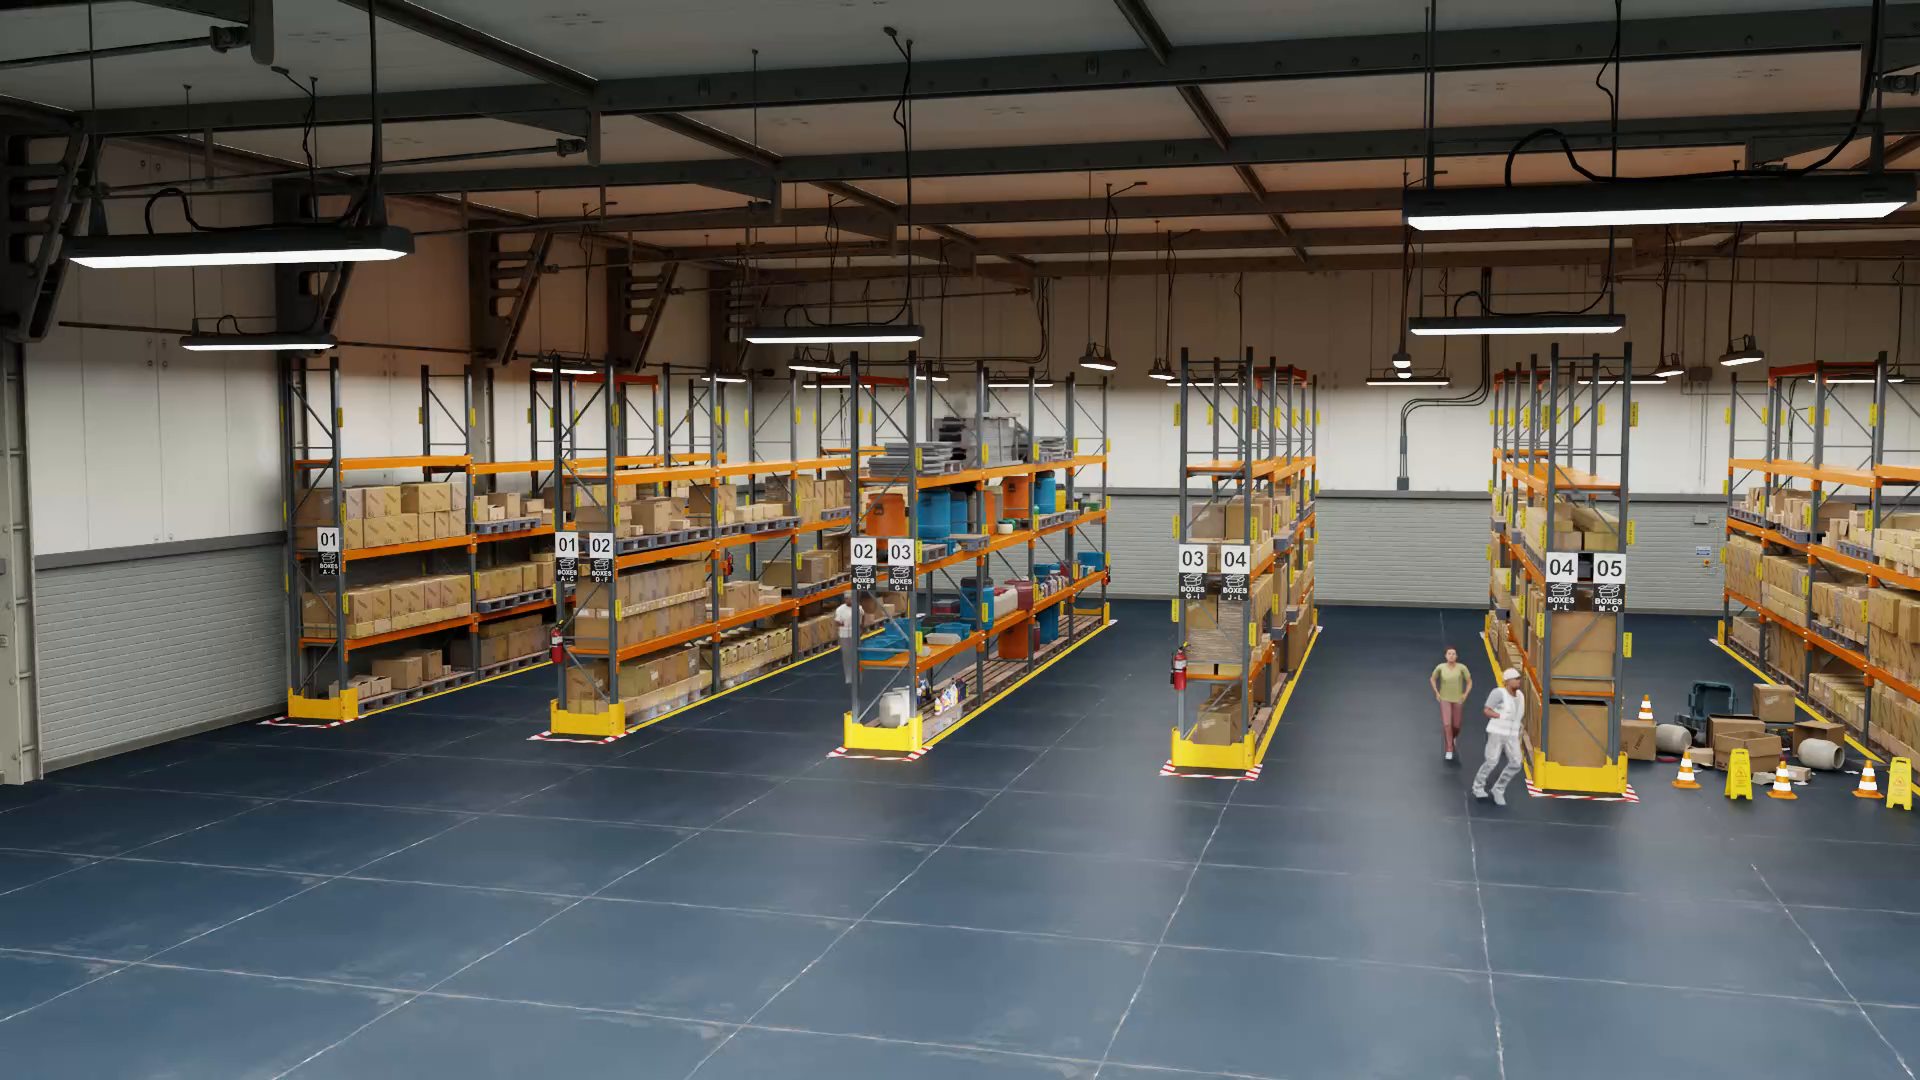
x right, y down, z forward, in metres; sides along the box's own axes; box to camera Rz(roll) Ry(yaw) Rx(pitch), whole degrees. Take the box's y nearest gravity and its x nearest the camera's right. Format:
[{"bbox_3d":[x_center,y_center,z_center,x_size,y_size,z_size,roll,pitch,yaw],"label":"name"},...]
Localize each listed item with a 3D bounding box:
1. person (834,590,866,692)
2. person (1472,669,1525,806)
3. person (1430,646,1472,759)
[{"bbox_3d":[-1.934,1.739,29.093,0.519,1.767,0.792,0,4,3],"label":"person"},{"bbox_3d":[7.112,2.555,21.603,0.686,1.777,0.682,-1,4,-15],"label":"person"},{"bbox_3d":[7.280,2.380,24.664,0.599,1.640,0.733,1,4,13],"label":"person"}]
